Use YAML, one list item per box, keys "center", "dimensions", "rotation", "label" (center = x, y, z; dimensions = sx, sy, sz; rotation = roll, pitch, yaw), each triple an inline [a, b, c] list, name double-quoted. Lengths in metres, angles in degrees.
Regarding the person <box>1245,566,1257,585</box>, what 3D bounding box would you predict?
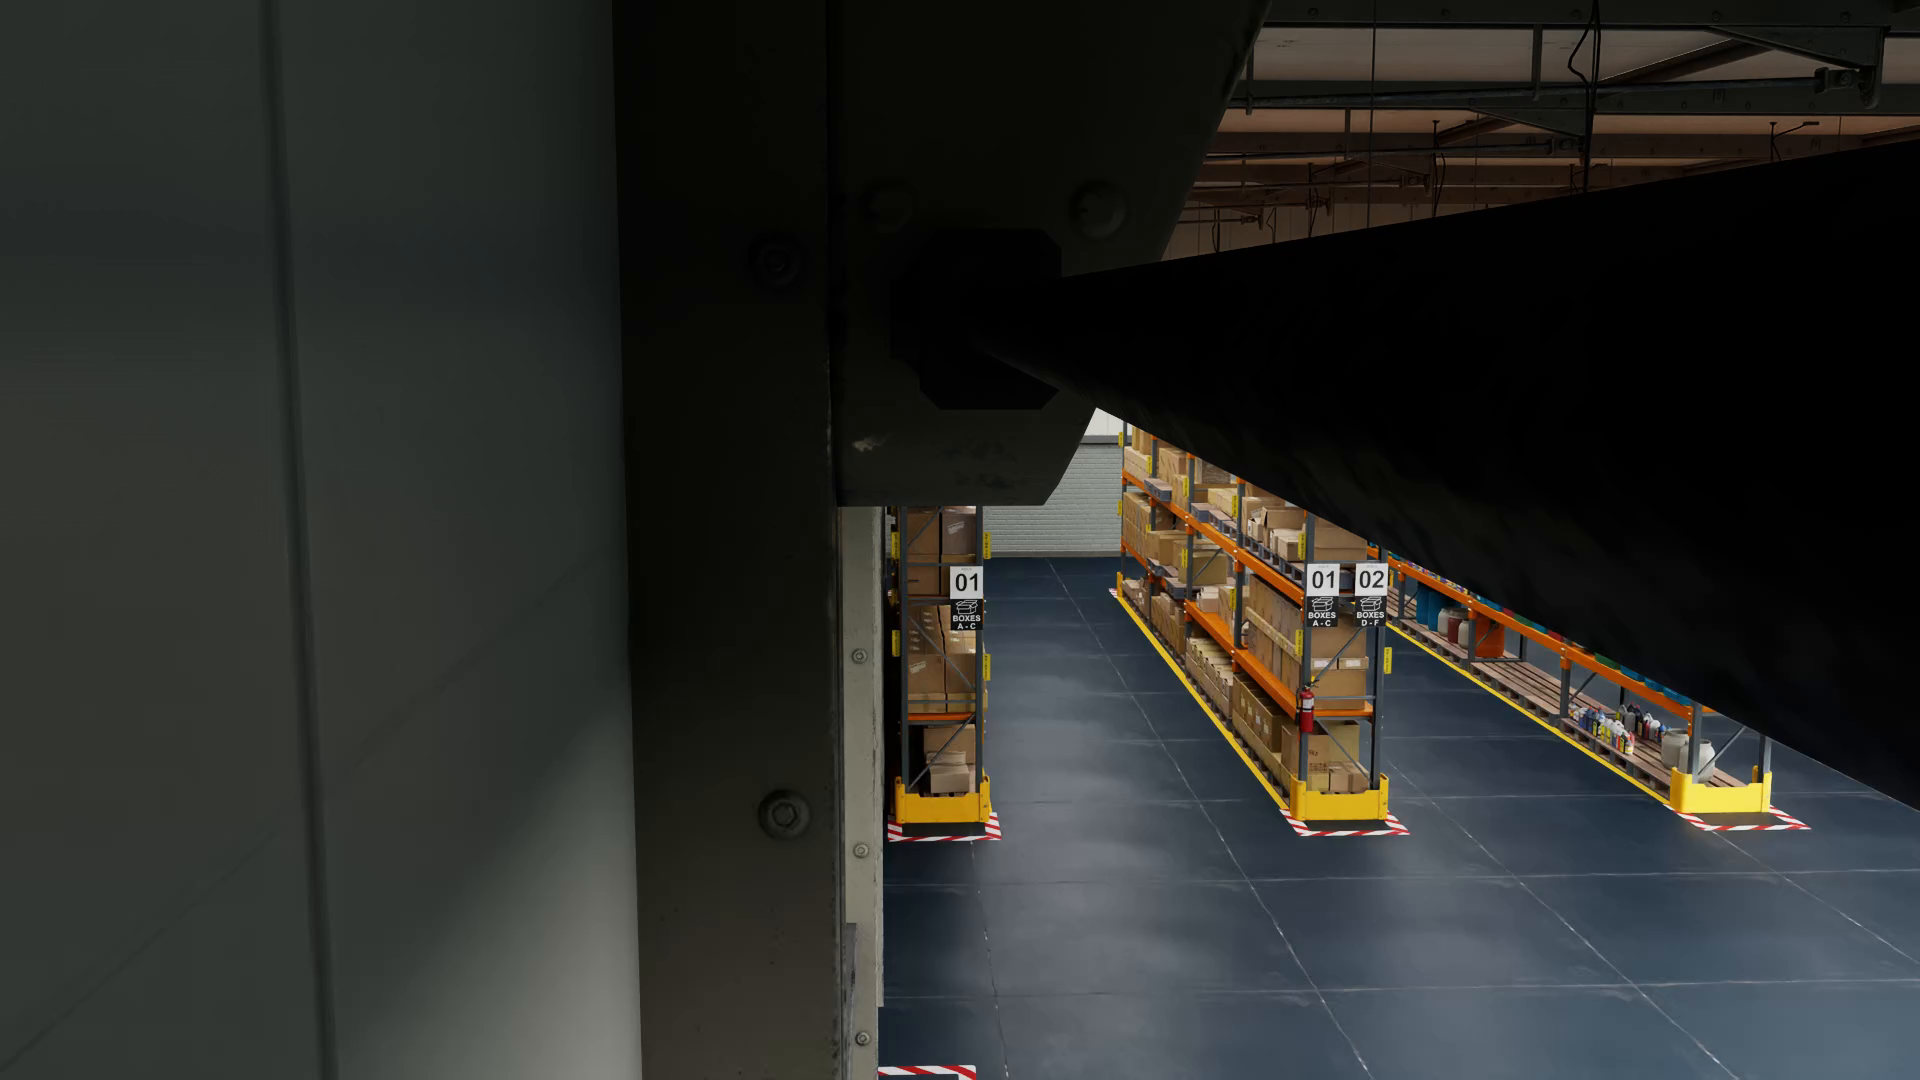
- center: [5.963, 0.678, 34.456]
  dimensions: [0.508, 1.625, 0.665]
  rotation: [-1, 8, -5]
  label: "person"
